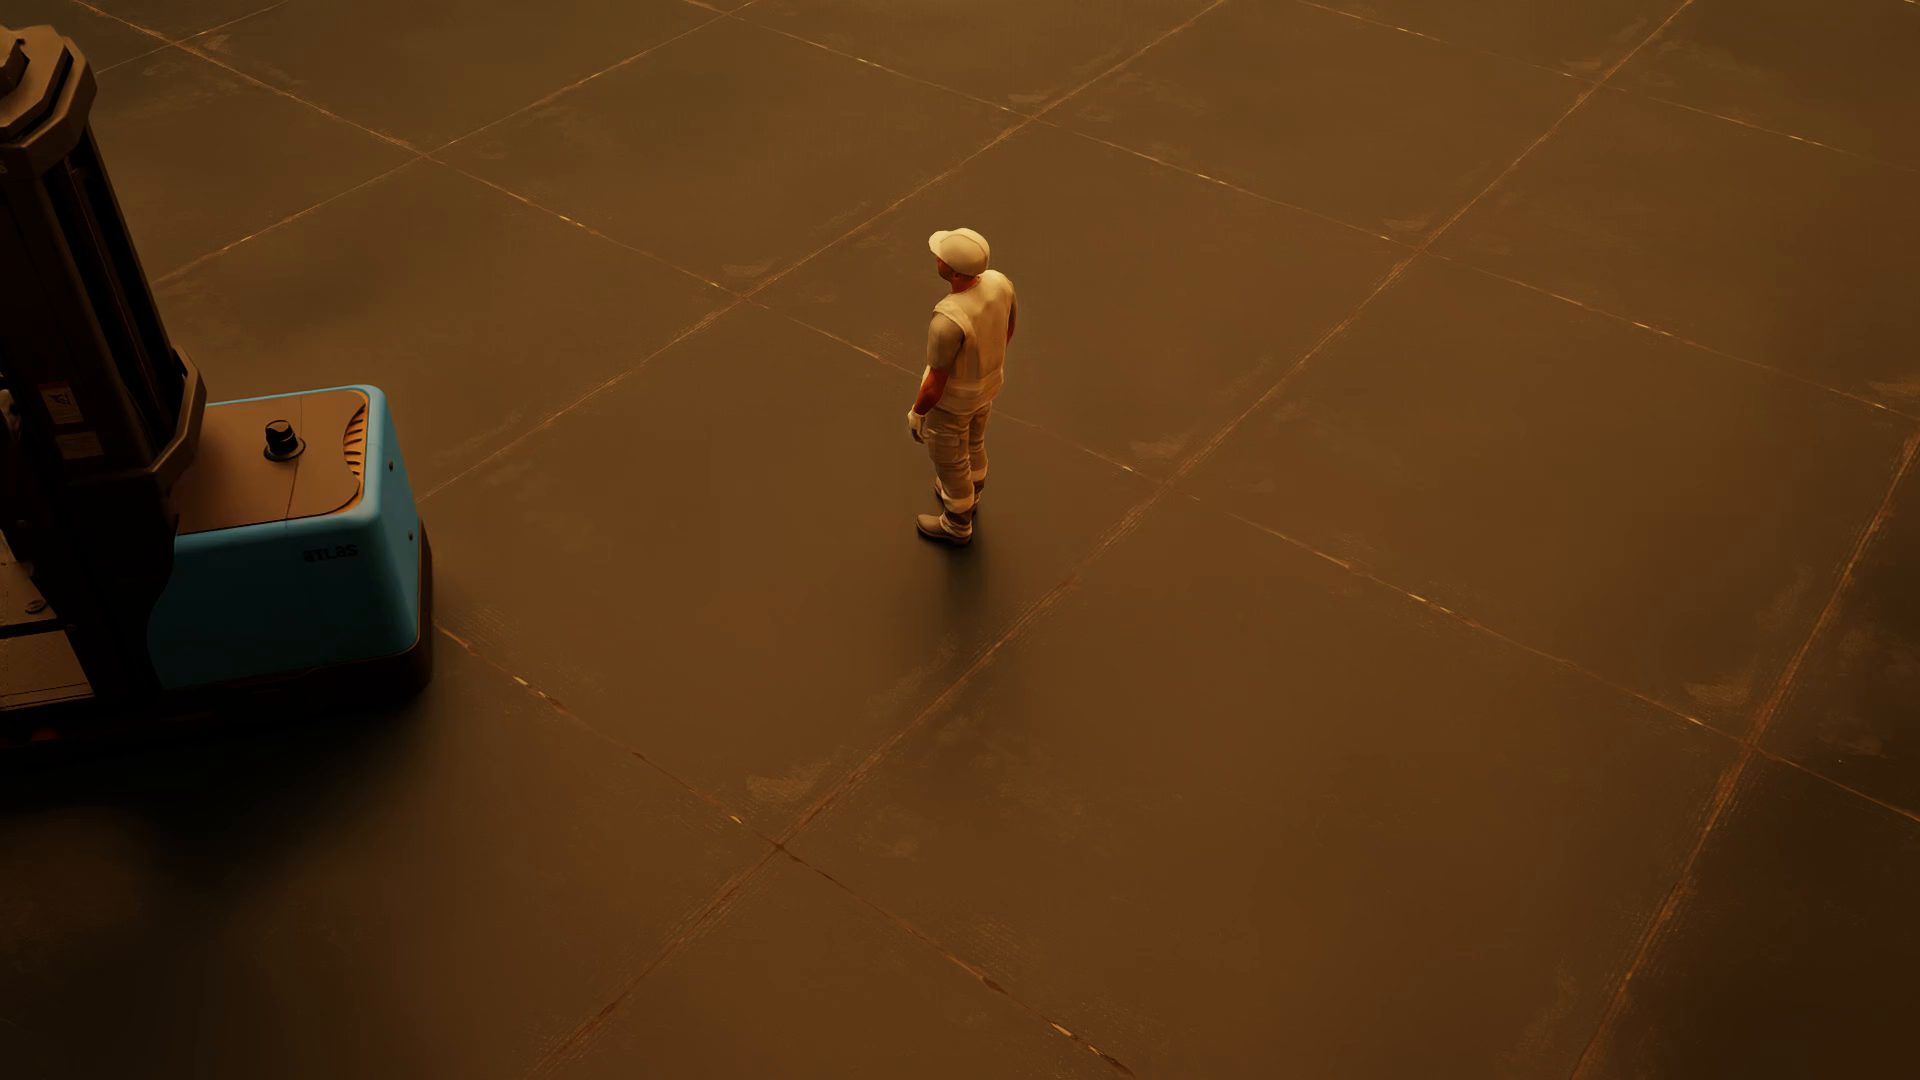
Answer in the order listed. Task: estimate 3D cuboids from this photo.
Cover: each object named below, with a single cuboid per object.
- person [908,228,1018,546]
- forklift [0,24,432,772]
[{"bbox_3d":[-0.057,-0.725,7.793,0.562,1.790,0.637,26,47,28],"label":"person"},{"bbox_3d":[-3.962,-0.494,6.653,3.031,2.935,1.130,-9,41,-10],"label":"forklift"}]
